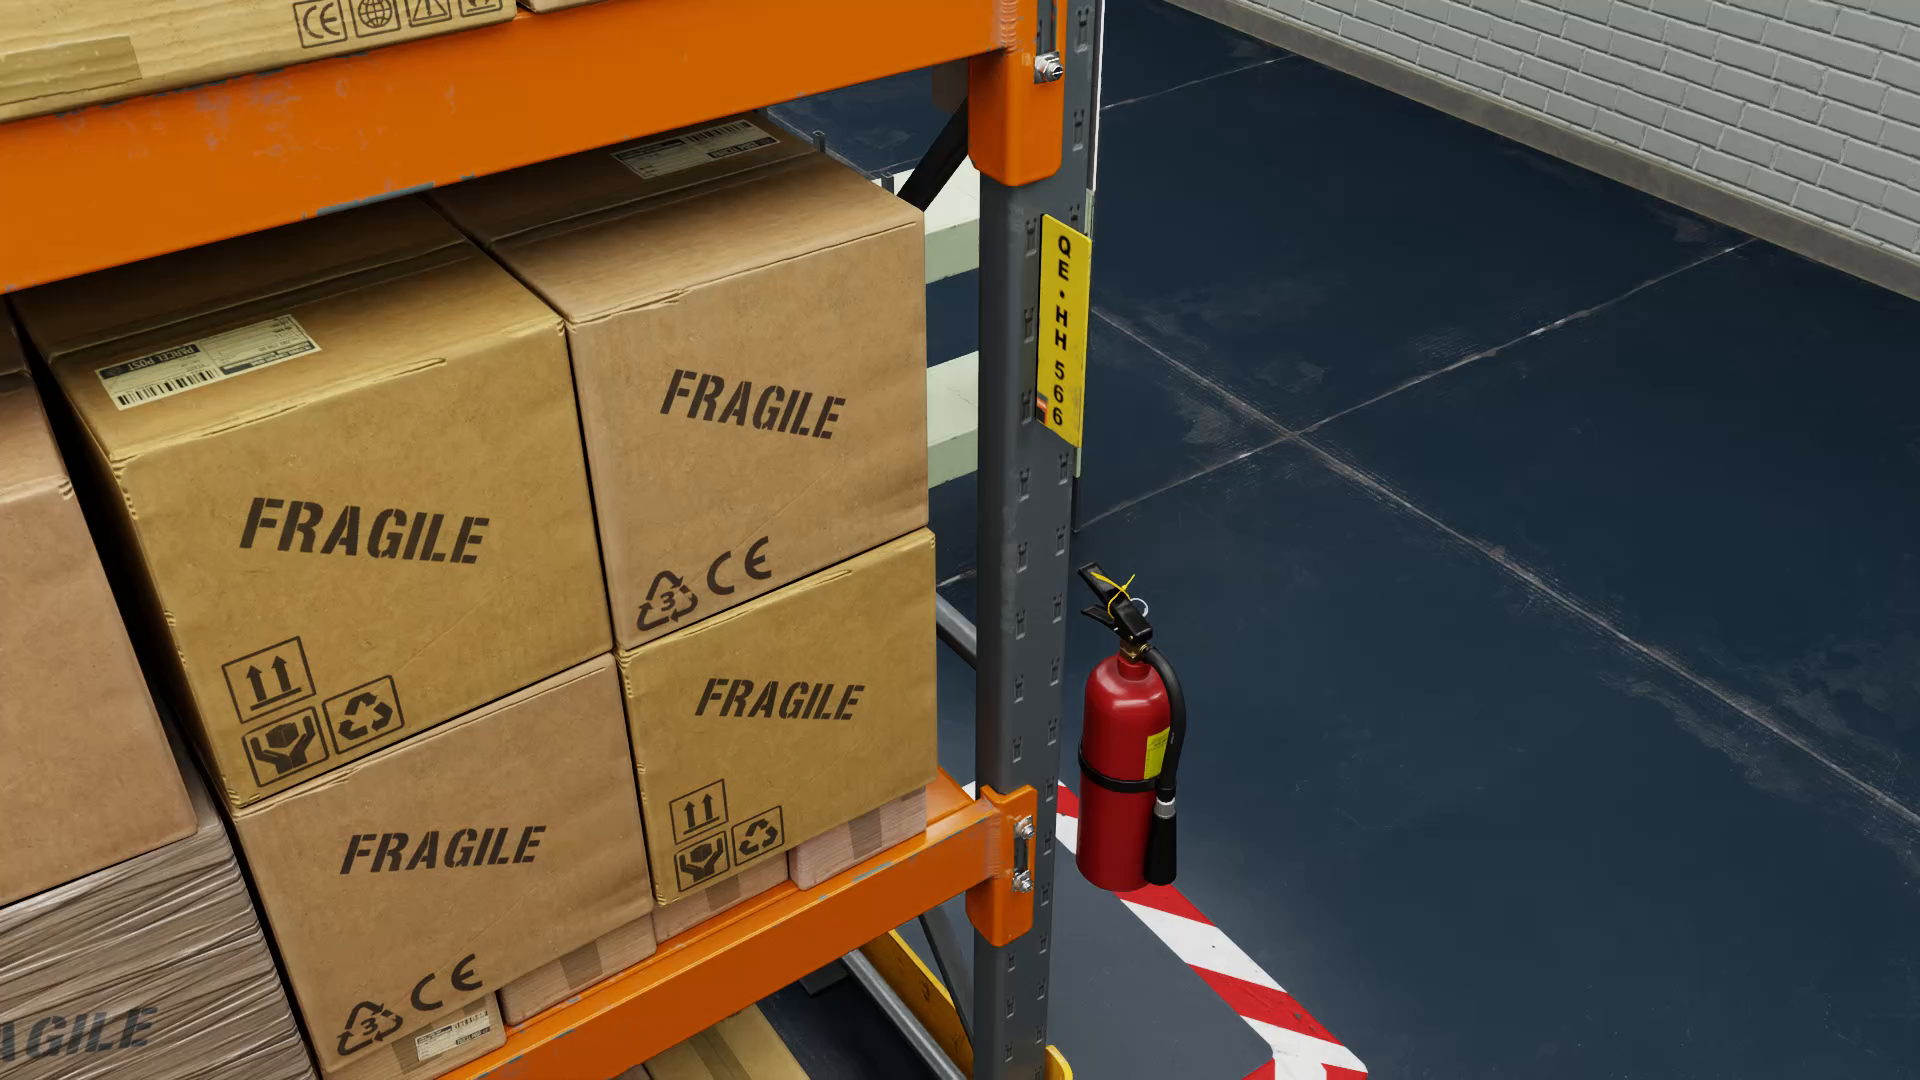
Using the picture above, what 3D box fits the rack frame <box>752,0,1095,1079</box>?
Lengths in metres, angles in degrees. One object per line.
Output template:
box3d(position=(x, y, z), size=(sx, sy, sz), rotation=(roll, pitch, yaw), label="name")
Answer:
box3d(position=(-0.161, 0.040, 3.125), size=(0.127, 3.000, 1.000), rotation=(-22, 41, -28), label="rack frame")

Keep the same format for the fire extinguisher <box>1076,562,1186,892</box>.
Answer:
box3d(position=(0.311, 0.359, 3.068), size=(0.183, 0.674, 0.296), rotation=(-22, 41, -28), label="fire extinguisher")

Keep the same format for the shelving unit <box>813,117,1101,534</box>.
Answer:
box3d(position=(-0.005, -0.607, 5.309), size=(0.755, 1.500, 0.431), rotation=(-22, 41, -28), label="shelving unit")

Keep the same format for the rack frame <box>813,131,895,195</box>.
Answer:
box3d(position=(-0.305, -0.484, 5.138), size=(0.023, 1.500, 0.400), rotation=(-22, 41, -28), label="rack frame")

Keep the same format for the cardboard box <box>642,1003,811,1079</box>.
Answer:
box3d(position=(-0.447, 1.085, 3.245), size=(0.250, 0.149, 0.380), rotation=(-22, 41, -27), label="cardboard box")

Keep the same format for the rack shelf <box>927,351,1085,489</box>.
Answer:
box3d(position=(-0.005, -0.342, 5.499), size=(0.720, 0.370, 0.431), rotation=(-22, 41, -28), label="rack shelf")

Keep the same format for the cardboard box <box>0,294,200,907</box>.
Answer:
box3d(position=(-1.225, 0.095, 1.852), size=(0.500, 0.500, 0.500), rotation=(-20, 40, -26), label="cardboard box")

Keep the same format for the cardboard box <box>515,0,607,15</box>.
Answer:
box3d(position=(-0.380, -0.837, 1.905), size=(0.500, 0.250, 0.500), rotation=(-23, 42, -29), label="cardboard box")

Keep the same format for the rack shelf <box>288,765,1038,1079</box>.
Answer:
box3d(position=(-1.795, 1.005, 2.400), size=(4.000, 0.370, 1.077), rotation=(-22, 41, -28), label="rack shelf")

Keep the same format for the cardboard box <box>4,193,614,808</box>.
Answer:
box3d(position=(-0.805, -0.084, 2.101), size=(0.500, 0.500, 0.500), rotation=(-24, 42, -29), label="cardboard box")

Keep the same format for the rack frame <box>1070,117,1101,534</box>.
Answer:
box3d(position=(0.294, -0.730, 5.480), size=(0.023, 1.500, 0.400), rotation=(-22, 41, -28), label="rack frame")

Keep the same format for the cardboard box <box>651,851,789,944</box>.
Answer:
box3d(position=(-0.489, 0.453, 2.767), size=(0.250, 0.149, 0.380), rotation=(-22, 41, -28), label="cardboard box")

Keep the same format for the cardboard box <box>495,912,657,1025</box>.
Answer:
box3d(position=(-0.685, 0.544, 2.640), size=(0.250, 0.149, 0.380), rotation=(-23, 42, -28), label="cardboard box")

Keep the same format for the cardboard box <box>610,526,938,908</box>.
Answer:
box3d(position=(-0.380, 0.153, 2.628), size=(0.500, 0.500, 0.500), rotation=(-21, 41, -27), label="cardboard box")

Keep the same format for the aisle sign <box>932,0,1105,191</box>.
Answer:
box3d(position=(0.072, -0.896, 2.201), size=(0.004, 0.787, 0.394), rotation=(-22, 41, -28), label="aisle sign")

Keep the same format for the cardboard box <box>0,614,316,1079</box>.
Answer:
box3d(position=(-1.212, 0.499, 2.147), size=(0.500, 0.500, 0.500), rotation=(-22, 41, -28), label="cardboard box")

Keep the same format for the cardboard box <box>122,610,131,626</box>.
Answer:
box3d(position=(-1.109, 0.090, 2.715), size=(0.500, 0.500, 0.500), rotation=(-22, 41, -28), label="cardboard box")

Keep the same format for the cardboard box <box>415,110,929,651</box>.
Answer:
box3d(position=(-0.391, -0.254, 2.338), size=(0.500, 0.500, 0.500), rotation=(-23, 42, -29), label="cardboard box")

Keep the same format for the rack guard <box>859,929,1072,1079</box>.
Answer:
box3d(position=(-0.223, 1.081, 3.819), size=(0.348, 0.500, 1.175), rotation=(-22, 41, -28), label="rack guard")

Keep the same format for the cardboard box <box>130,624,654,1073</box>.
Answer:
box3d(position=(-0.804, 0.324, 2.391), size=(0.500, 0.500, 0.500), rotation=(-23, 42, -29), label="cardboard box")

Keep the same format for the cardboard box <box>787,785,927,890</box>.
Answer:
box3d(position=(-0.264, 0.387, 2.858), size=(0.250, 0.149, 0.380), rotation=(-22, 41, -28), label="cardboard box")

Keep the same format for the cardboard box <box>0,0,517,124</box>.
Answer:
box3d(position=(-0.793, -0.662, 1.661), size=(0.500, 0.250, 0.500), rotation=(-22, 41, -28), label="cardboard box")

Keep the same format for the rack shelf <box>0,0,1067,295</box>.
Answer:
box3d(position=(-1.795, -0.213, 1.524), size=(4.000, 0.370, 1.077), rotation=(-22, 41, -28), label="rack shelf")

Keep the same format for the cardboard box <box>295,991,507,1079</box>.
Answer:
box3d(position=(-0.881, 0.641, 2.505), size=(0.250, 0.149, 0.380), rotation=(-21, 41, -27), label="cardboard box")

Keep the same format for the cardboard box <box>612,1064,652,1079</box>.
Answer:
box3d(position=(-0.686, 1.142, 3.166), size=(0.250, 0.149, 0.380), rotation=(-22, 41, -27), label="cardboard box")

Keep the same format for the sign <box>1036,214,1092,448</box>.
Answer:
box3d(position=(0.143, -0.286, 2.317), size=(0.005, 0.325, 0.100), rotation=(-22, 41, -28), label="sign")

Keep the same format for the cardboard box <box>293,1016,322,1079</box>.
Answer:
box3d(position=(-1.113, 0.716, 2.401), size=(0.250, 0.149, 0.380), rotation=(-24, 42, -30), label="cardboard box")

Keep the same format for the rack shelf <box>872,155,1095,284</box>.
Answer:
box3d(position=(-0.005, -0.923, 5.081), size=(0.720, 0.370, 0.431), rotation=(-22, 41, -28), label="rack shelf")
